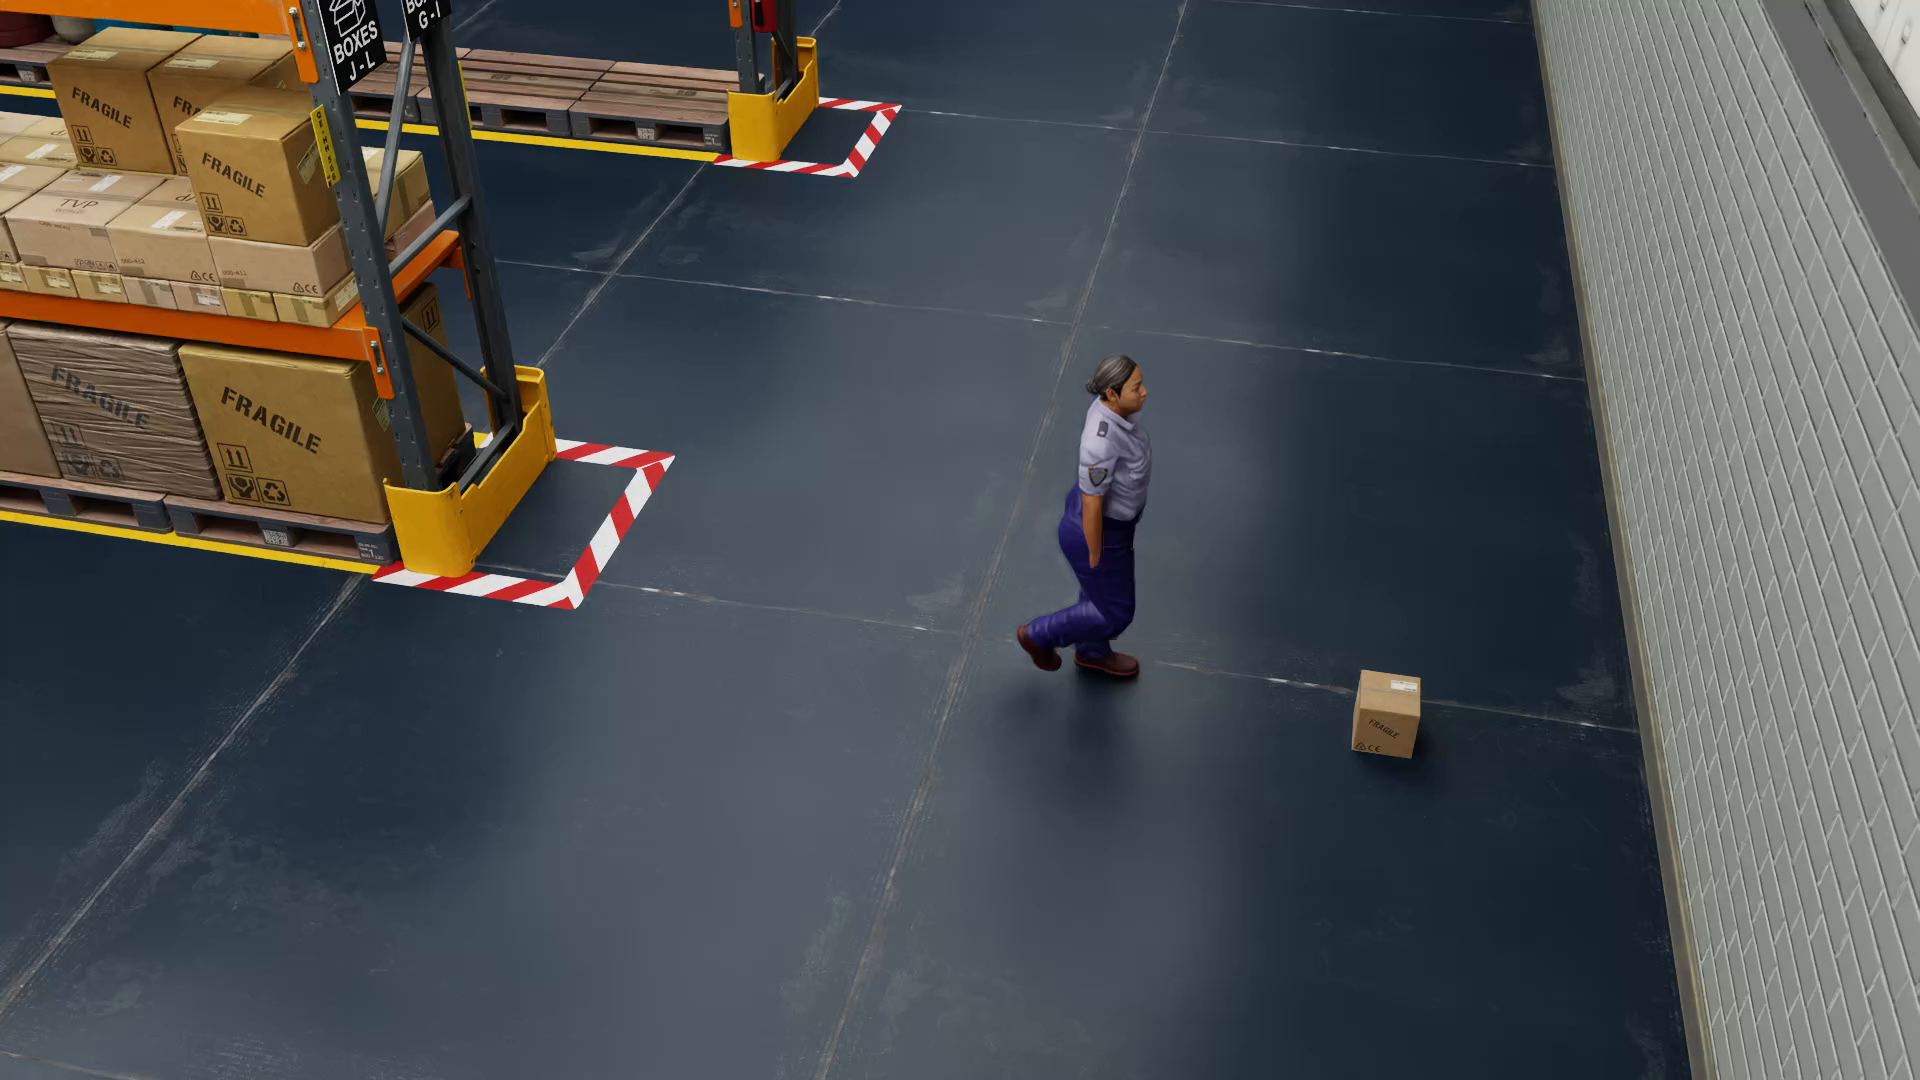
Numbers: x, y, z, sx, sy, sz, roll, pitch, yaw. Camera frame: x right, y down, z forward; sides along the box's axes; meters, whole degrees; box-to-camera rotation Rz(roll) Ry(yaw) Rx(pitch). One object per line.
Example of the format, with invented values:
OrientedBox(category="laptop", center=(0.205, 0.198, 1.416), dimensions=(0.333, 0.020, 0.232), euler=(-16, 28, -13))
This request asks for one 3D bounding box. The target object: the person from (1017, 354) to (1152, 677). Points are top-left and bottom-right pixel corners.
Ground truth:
OrientedBox(category="person", center=(0.538, -0.064, 7.030), dimensions=(0.531, 1.639, 0.487), euler=(8, 38, 11))
